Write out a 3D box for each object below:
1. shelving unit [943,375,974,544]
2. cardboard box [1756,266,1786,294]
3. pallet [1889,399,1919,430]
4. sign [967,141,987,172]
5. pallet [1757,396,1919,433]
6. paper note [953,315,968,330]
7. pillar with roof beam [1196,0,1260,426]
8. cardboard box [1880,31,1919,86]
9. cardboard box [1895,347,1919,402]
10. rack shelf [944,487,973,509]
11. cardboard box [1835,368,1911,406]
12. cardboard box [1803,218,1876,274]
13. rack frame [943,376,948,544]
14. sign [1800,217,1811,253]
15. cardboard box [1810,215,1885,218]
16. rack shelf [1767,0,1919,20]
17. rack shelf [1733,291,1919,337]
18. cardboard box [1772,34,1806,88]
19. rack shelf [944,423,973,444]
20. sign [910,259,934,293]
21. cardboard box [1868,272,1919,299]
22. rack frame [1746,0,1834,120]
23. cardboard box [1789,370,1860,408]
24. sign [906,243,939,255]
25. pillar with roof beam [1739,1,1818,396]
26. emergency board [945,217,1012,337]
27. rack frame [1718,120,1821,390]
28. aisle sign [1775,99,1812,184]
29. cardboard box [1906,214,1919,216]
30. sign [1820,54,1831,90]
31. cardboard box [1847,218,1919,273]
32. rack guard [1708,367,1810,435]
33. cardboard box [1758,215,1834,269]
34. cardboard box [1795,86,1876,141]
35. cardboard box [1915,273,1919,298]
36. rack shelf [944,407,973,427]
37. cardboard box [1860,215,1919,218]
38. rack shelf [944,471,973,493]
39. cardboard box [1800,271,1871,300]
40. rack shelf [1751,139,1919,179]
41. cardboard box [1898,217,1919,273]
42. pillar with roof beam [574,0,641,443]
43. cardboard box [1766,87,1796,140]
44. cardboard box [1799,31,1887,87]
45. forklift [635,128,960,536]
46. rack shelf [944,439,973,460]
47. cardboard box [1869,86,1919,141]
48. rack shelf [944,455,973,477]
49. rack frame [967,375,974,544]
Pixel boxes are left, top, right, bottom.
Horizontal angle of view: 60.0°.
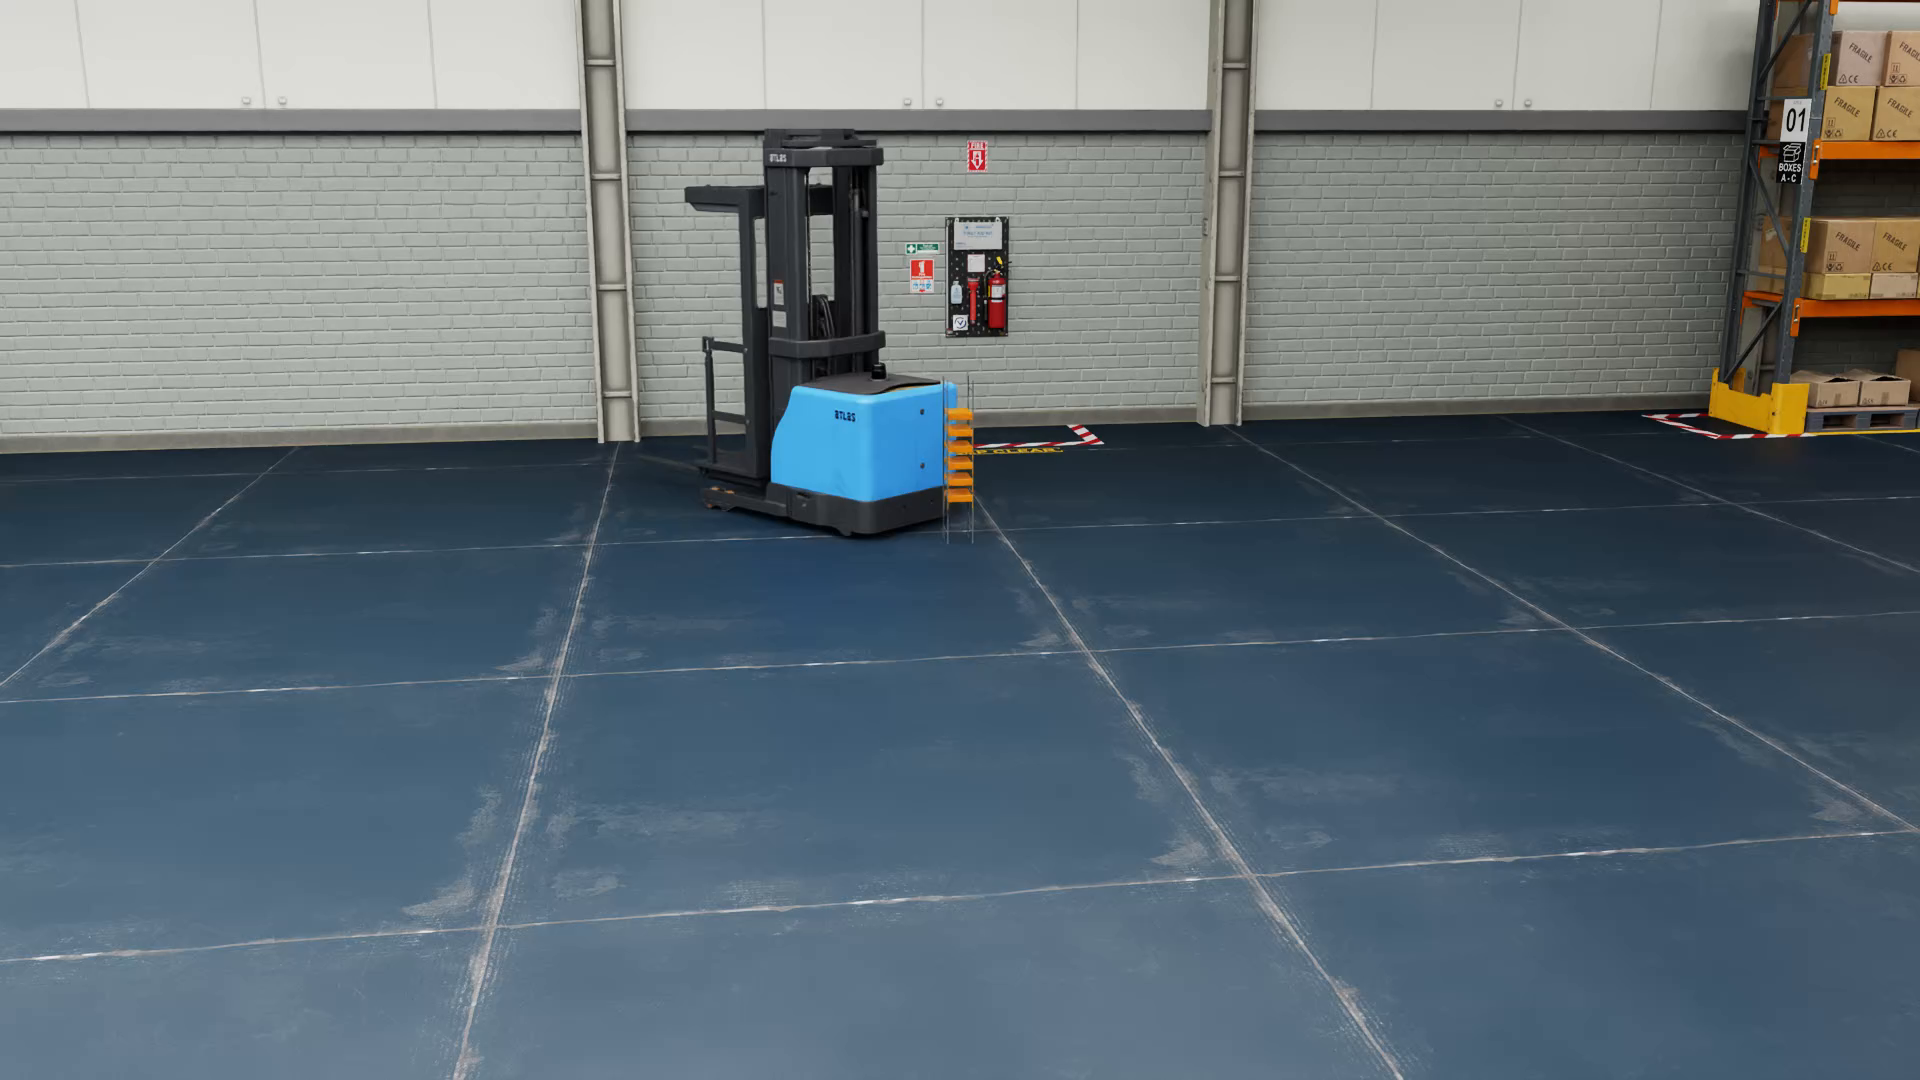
[{"bbox_3d":[-0.014,-0.581,12.074,0.189,1.200,0.258,-2,14,-8],"label":"shelving unit"},{"bbox_3d":[8.442,-2.631,16.814,0.500,0.250,0.500,-2,14,-7],"label":"cardboard box"},{"bbox_3d":[10.096,-1.345,17.152,1.213,0.211,1.003,-2,14,-8],"label":"pallet"},{"bbox_3d":[0.167,-3.714,16.101,0.199,0.298,0.001,-2,14,-8],"label":"sign"},{"bbox_3d":[8.892,-1.302,16.979,1.213,0.211,1.003,-2,14,-8],"label":"pallet"},{"bbox_3d":[0.004,-2.149,16.436,0.142,0.148,0.016,-2,14,-8],"label":"paper note"},{"bbox_3d":[3.280,-4.521,11.750,0.400,9.000,9.100,-2,14,-8],"label":"pillar with roof beam"},{"bbox_3d":[8.929,-4.590,15.891,0.500,0.500,0.500,-2,14,-9],"label":"cardboard box"},{"bbox_3d":[10.003,-1.670,16.950,0.500,0.500,0.700,-3,14,-12],"label":"cardboard box"},{"bbox_3d":[-0.014,-0.306,12.143,0.180,0.103,0.258,-2,14,-8],"label":"rack shelf"},{"bbox_3d":[9.270,-1.564,16.915,0.500,0.311,0.500,-1,14,-4],"label":"cardboard box"},{"bbox_3d":[8.526,-2.876,16.250,0.500,0.500,0.500,-2,14,-8],"label":"cardboard box"},{"bbox_3d":[-0.105,-0.578,12.061,0.006,1.200,0.240,-2,14,-8],"label":"rack frame"},{"bbox_3d":[8.090,-2.920,15.919,0.005,0.325,0.100,-2,14,-8],"label":"sign"},{"bbox_3d":[8.942,-3.015,16.805,0.500,0.500,0.500,-2,14,-8],"label":"cardboard box"},{"bbox_3d":[9.986,-5.262,16.192,4.000,0.370,1.077,-2,14,-8],"label":"rack shelf"},{"bbox_3d":[9.986,-2.354,16.922,4.000,0.370,1.077,-2,14,-8],"label":"rack shelf"},{"bbox_3d":[8.396,-4.707,16.357,0.500,0.500,0.500,-1,14,-6],"label":"cardboard box"},{"bbox_3d":[-0.014,-0.771,12.026,0.180,0.103,0.258,-2,14,-8],"label":"rack shelf"},{"bbox_3d":[-0.372,-2.588,16.303,0.234,0.329,0.001,-2,14,-8],"label":"sign"},{"bbox_3d":[9.050,-2.531,16.416,0.500,0.250,0.500,-3,14,-10],"label":"cardboard box"},{"bbox_3d":[8.009,-5.541,15.815,0.127,3.000,1.000,-2,14,-8],"label":"rack frame"},{"bbox_3d":[8.706,-1.543,16.832,0.500,0.311,0.500,-4,15,-15],"label":"cardboard box"},{"bbox_3d":[-0.367,-2.843,16.231,0.331,0.109,0.001,-2,14,-8],"label":"sign"},{"bbox_3d":[9.213,-4.738,12.617,0.400,9.000,9.100,-2,14,-8],"label":"pillar with roof beam"},{"bbox_3d":[0.190,-2.566,16.288,0.643,1.169,0.194,-2,14,-8],"label":"emergency board"},{"bbox_3d":[8.009,-2.631,16.545,0.127,3.000,1.000,-2,14,-8],"label":"rack frame"},{"bbox_3d":[7.982,-3.817,15.931,0.004,0.787,0.394,-2,14,-8],"label":"aisle sign"},{"bbox_3d":[9.951,-3.053,16.957,0.500,0.500,0.500,-2,14,-8],"label":"cardboard box"},{"bbox_3d":[8.090,-4.379,15.553,0.005,0.325,0.100,-2,14,-8],"label":"sign"},{"bbox_3d":[9.016,-2.892,16.312,0.500,0.500,0.500,-2,14,-8],"label":"cardboard box"},{"bbox_3d":[8.084,-1.421,16.860,0.348,0.500,1.175,-2,14,-8],"label":"rack guard"},{"bbox_3d":[8.443,-3.000,16.742,0.500,0.500,0.500,-2,14,-9],"label":"cardboard box"},{"bbox_3d":[8.377,-4.096,15.974,0.500,0.500,0.500,-2,14,-7],"label":"cardboard box"},{"bbox_3d":[9.555,-2.548,16.483,0.500,0.250,0.500,-2,14,-9],"label":"cardboard box"},{"bbox_3d":[-0.014,-0.888,11.997,0.180,0.103,0.258,-2,14,-8],"label":"rack shelf"},{"bbox_3d":[9.453,-3.035,16.884,0.500,0.500,0.500,-2,14,-10],"label":"cardboard box"},{"bbox_3d":[-0.014,-0.422,12.114,0.180,0.103,0.258,-2,14,-8],"label":"rack shelf"},{"bbox_3d":[8.539,-2.509,16.327,0.500,0.250,0.500,-3,14,-10],"label":"cardboard box"},{"bbox_3d":[9.986,-3.809,16.557,4.000,0.370,1.077,-2,14,-8],"label":"rack shelf"},{"bbox_3d":[9.528,-2.909,16.381,0.500,0.500,0.500,-3,14,-10],"label":"cardboard box"},{"bbox_3d":[-2.653,-4.304,10.883,0.400,9.000,9.100,-2,14,-8],"label":"pillar with roof beam"},{"bbox_3d":[8.384,-4.220,16.469,0.500,0.500,0.500,-1,14,-4],"label":"cardboard box"},{"bbox_3d":[8.426,-4.584,15.867,0.500,0.500,0.500,-3,14,-12],"label":"cardboard box"},{"bbox_3d":[-1.430,-1.728,13.087,3.031,2.935,1.130,13,19,41],"label":"forklift"},{"bbox_3d":[-0.014,-0.655,12.055,0.180,0.103,0.258,-2,14,-8],"label":"rack shelf"},{"bbox_3d":[8.913,-4.107,16.017,0.500,0.500,0.500,-1,14,-5],"label":"cardboard box"},{"bbox_3d":[-0.014,-0.538,12.085,0.180,0.103,0.258,-2,14,-8],"label":"rack shelf"},{"bbox_3d":[0.076,-0.585,12.087,0.006,1.200,0.240,-2,14,-8],"label":"rack frame"}]
